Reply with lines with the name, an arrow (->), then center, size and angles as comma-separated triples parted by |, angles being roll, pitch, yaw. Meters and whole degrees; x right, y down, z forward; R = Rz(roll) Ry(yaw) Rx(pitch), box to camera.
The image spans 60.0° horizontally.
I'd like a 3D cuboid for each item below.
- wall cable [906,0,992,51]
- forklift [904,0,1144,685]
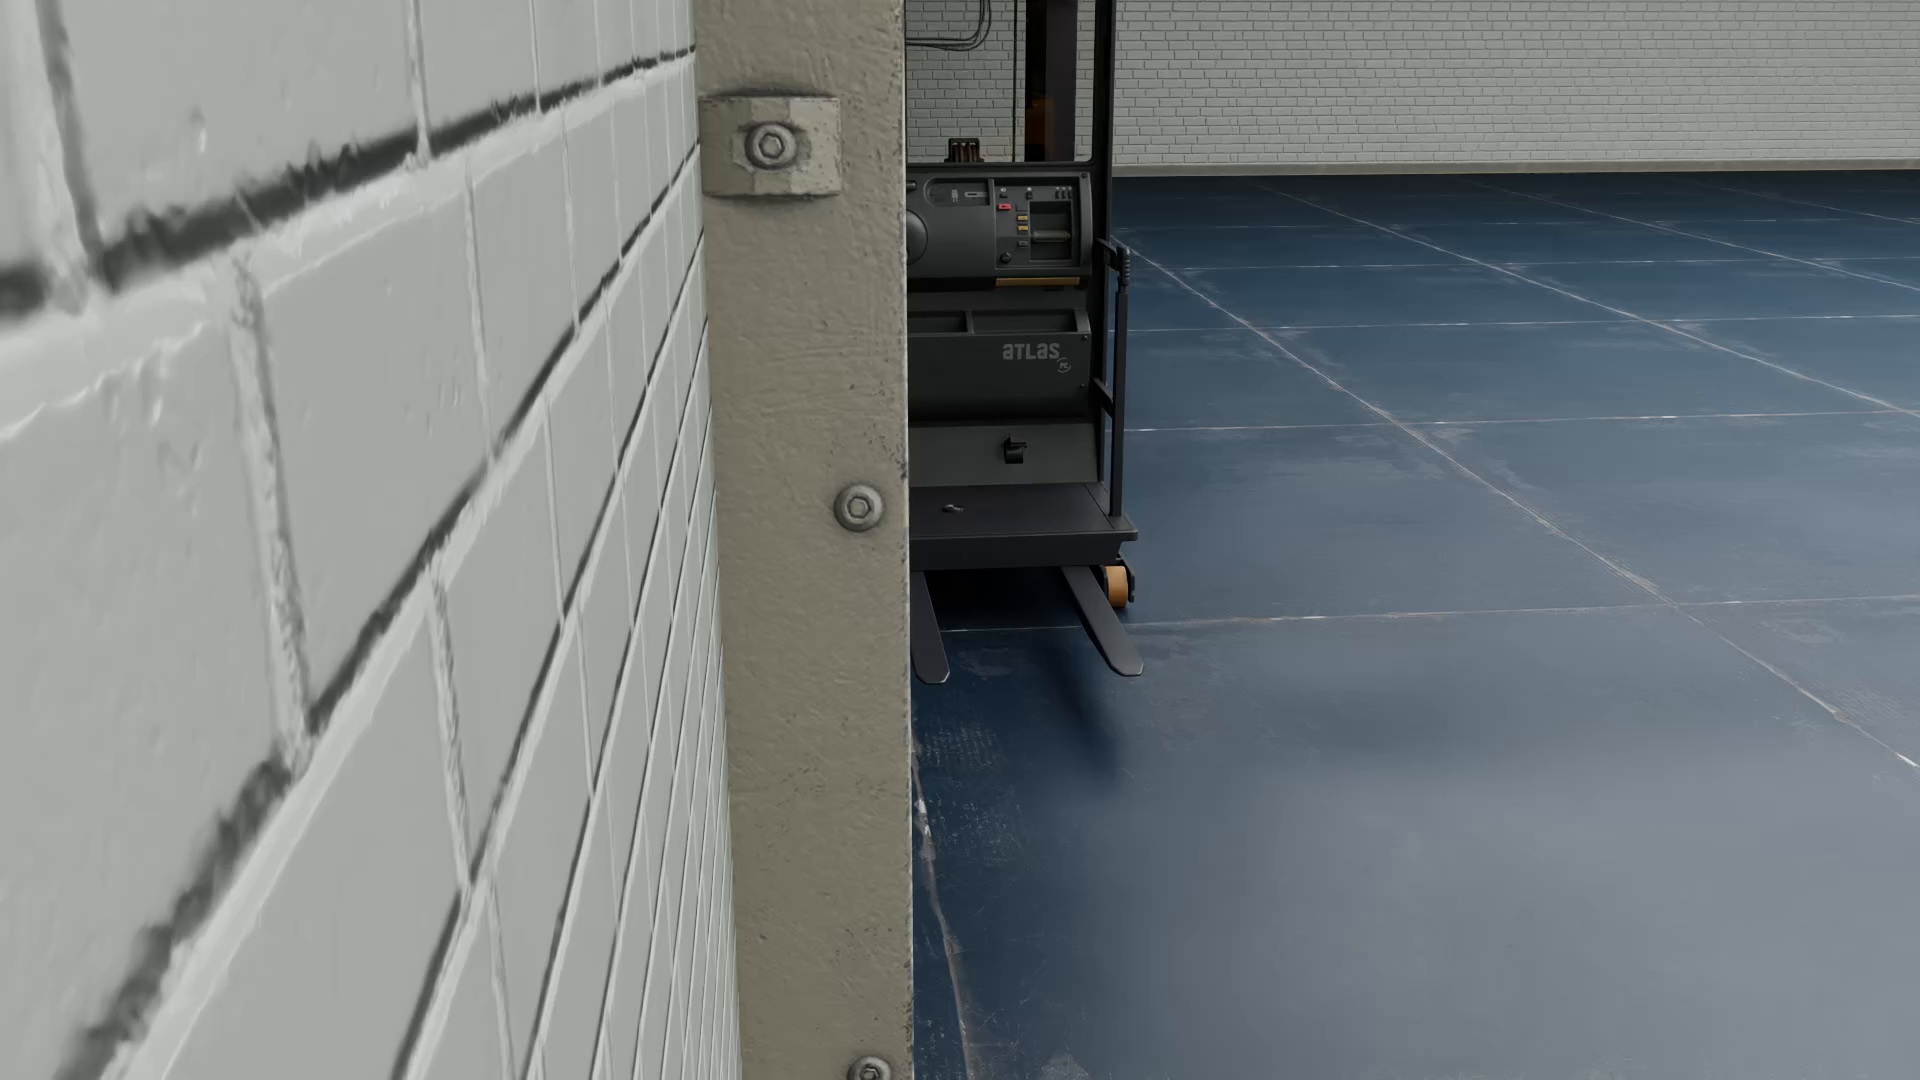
wall cable -> -1.100, -7.849, 22.337 | 3.097, 2.526, 0.112 | -2, 18, -6
forklift -> 0.066, -1.213, 6.147 | 1.130, 2.935, 3.031 | -2, 18, -6
